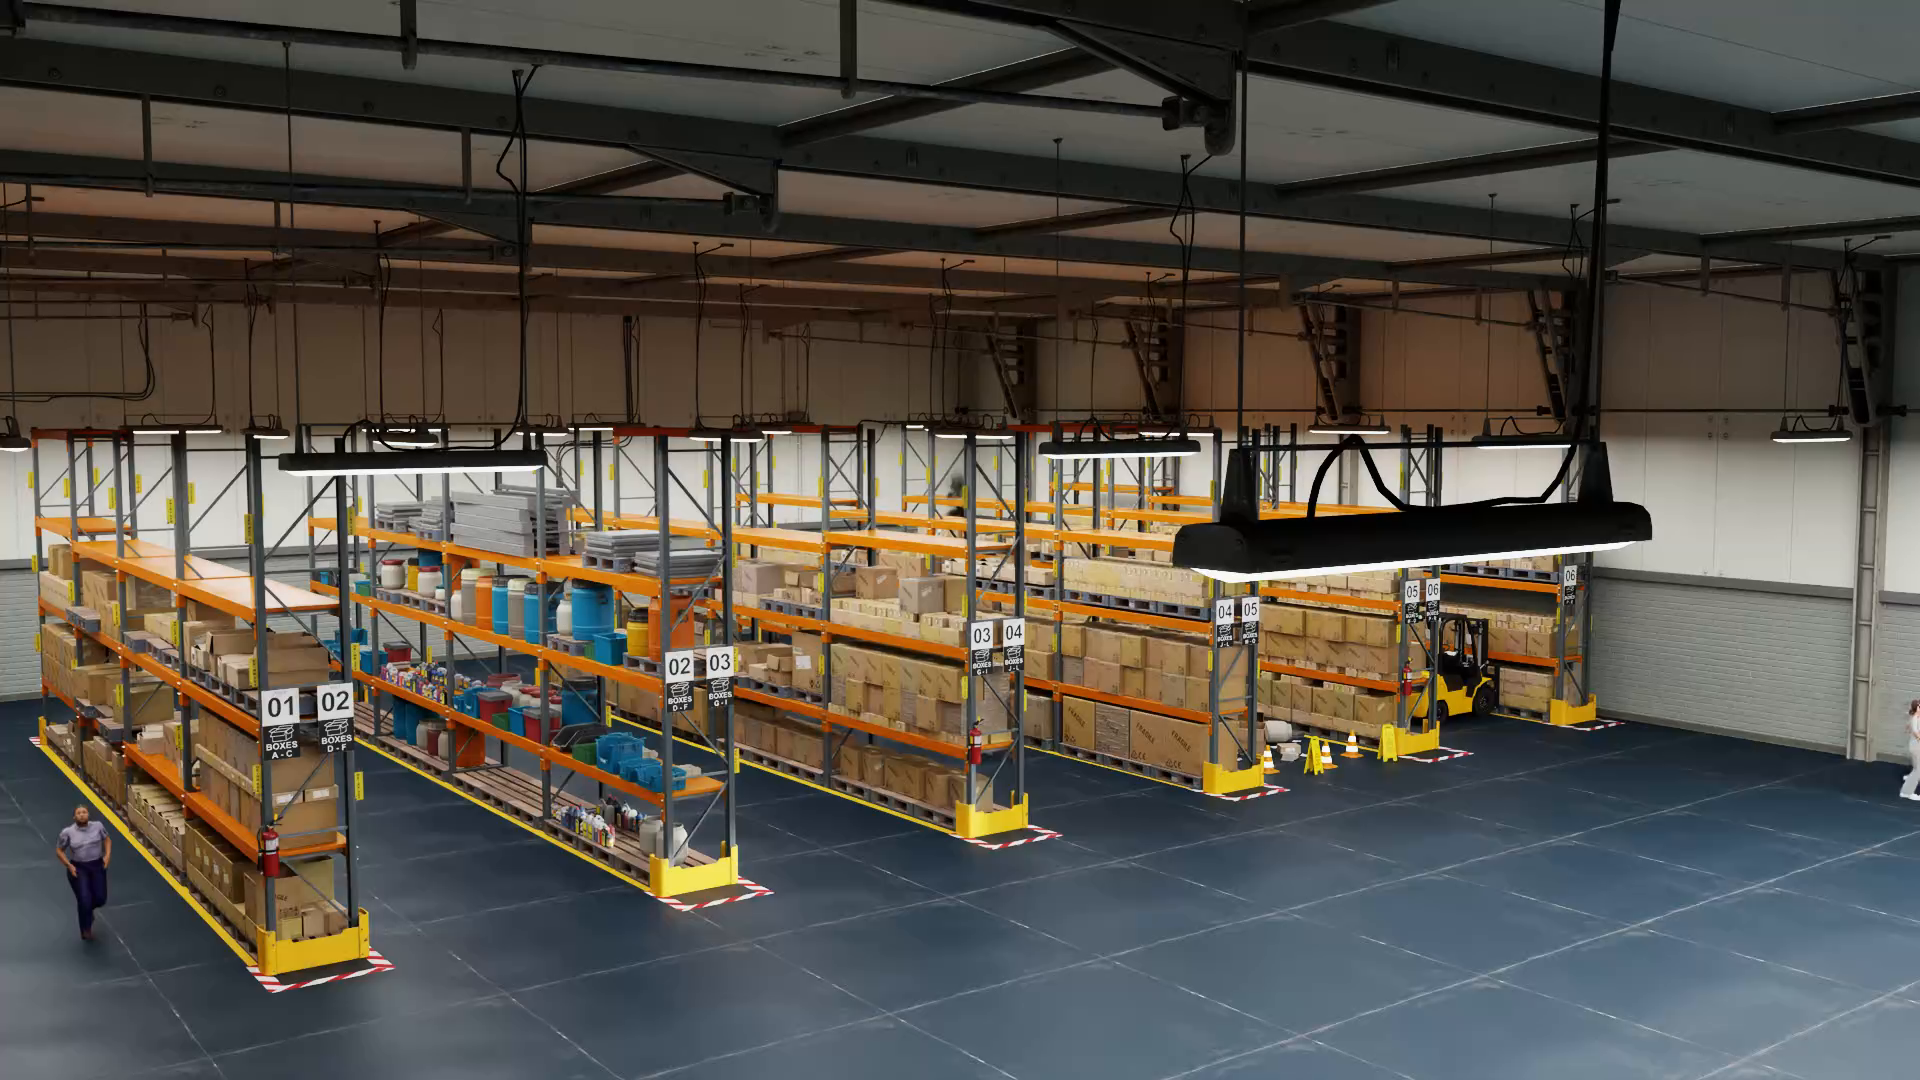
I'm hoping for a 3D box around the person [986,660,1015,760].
[{"bbox_3d":[0.713,3.080,30.008,0.697,1.831,0.921,-4,6,-44],"label":"person"}]

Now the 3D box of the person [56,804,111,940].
[{"bbox_3d":[-10.522,3.968,20.004,0.603,1.617,0.541,-4,6,-40],"label":"person"}]

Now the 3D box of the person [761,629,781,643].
[{"bbox_3d":[-4.950,1.920,41.795,0.816,1.762,0.711,0,4,3],"label":"person"}]

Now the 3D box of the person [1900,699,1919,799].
[{"bbox_3d":[15.594,3.394,26.959,0.571,1.633,0.550,4,6,38],"label":"person"}]
